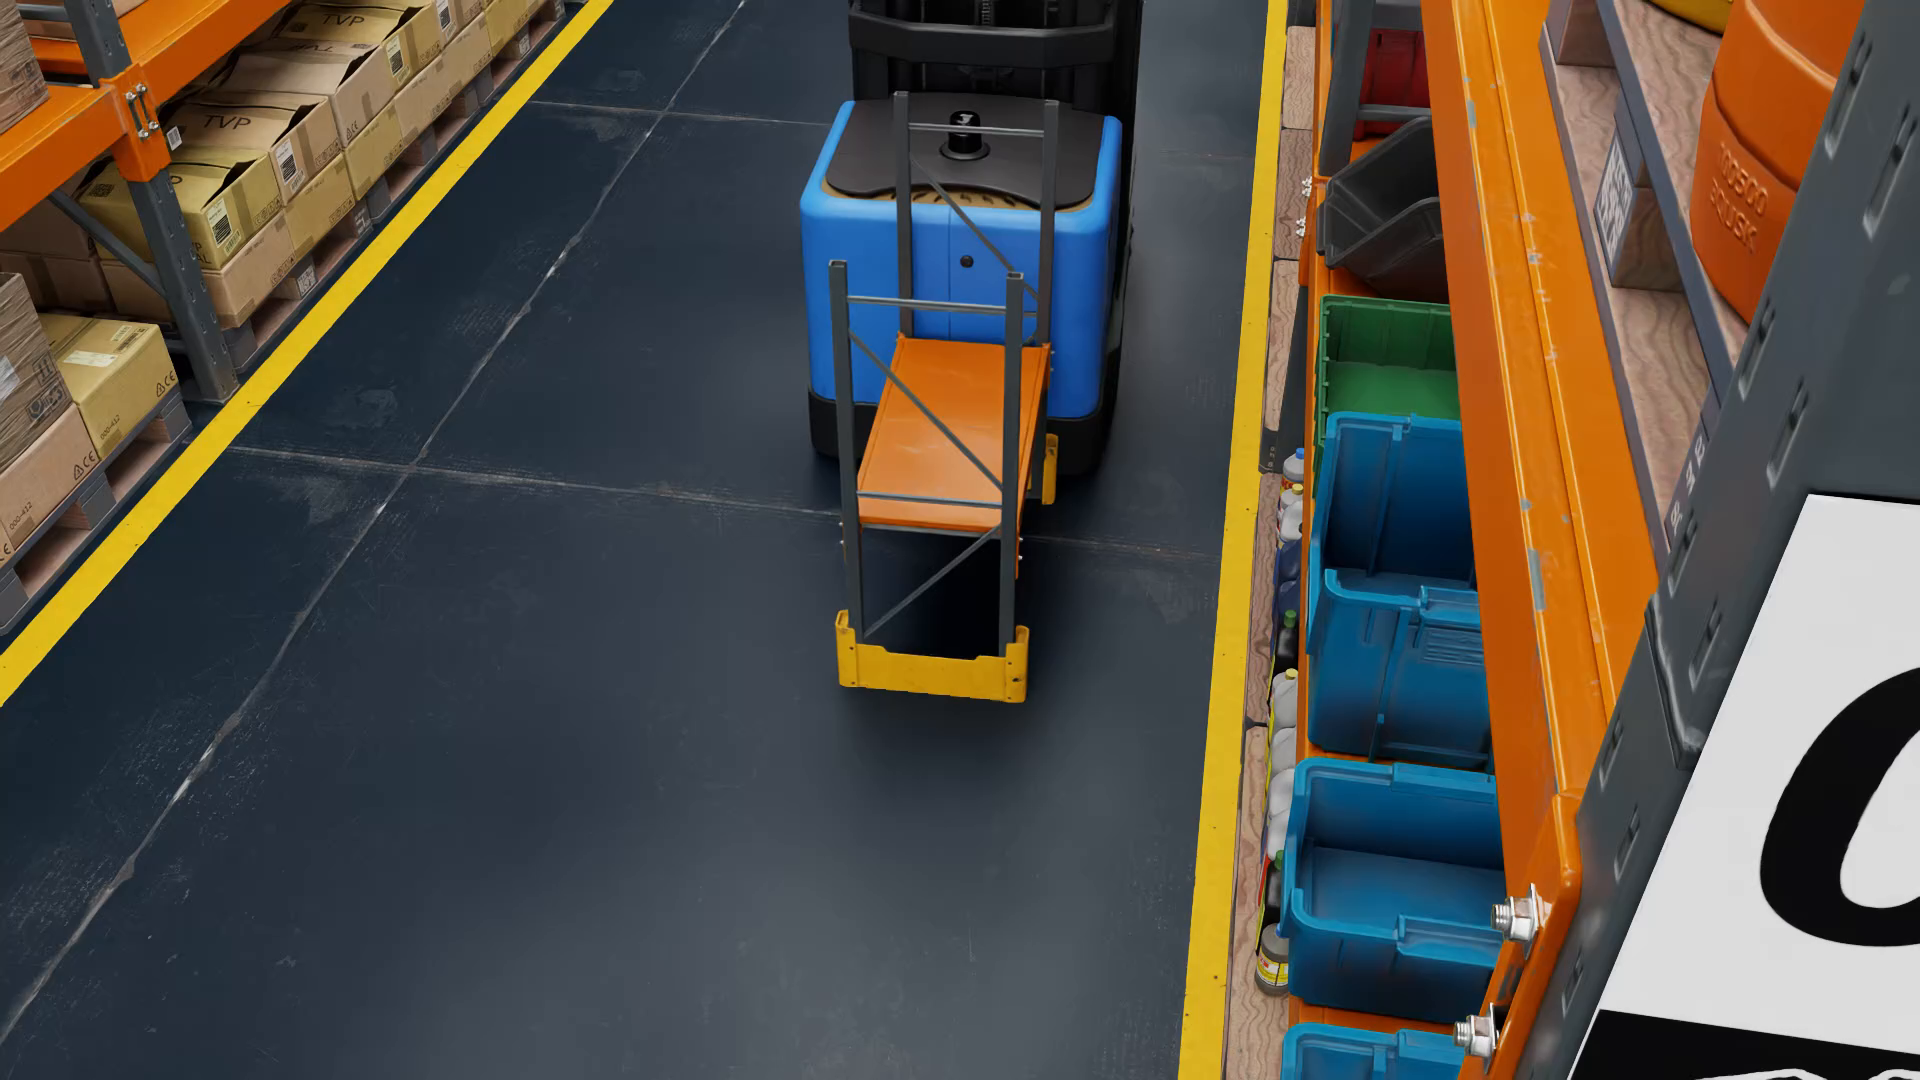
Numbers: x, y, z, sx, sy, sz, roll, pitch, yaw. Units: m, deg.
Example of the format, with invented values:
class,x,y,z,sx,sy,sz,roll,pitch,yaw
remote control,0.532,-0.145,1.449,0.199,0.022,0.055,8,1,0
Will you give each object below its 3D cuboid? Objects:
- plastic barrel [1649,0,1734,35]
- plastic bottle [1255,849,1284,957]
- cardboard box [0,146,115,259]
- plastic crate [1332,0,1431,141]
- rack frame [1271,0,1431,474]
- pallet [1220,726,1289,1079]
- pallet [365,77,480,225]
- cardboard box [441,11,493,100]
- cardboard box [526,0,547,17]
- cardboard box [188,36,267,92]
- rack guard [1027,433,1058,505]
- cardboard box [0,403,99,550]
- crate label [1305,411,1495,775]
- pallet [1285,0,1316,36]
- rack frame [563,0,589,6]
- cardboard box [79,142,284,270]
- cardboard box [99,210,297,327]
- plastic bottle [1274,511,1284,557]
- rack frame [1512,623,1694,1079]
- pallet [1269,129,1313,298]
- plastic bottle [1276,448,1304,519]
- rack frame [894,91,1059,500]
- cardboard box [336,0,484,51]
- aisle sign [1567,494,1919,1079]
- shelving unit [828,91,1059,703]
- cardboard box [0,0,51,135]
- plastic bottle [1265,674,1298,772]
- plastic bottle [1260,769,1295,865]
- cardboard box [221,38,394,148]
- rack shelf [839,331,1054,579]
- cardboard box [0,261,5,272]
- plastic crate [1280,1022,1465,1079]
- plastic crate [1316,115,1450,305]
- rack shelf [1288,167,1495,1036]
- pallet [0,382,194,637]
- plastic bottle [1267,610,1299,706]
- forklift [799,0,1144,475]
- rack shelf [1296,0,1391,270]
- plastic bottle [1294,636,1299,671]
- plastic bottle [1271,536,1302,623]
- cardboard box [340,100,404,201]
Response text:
class,x,y,z,sx,sy,sz,roll,pitch,yaw
plastic barrel,0.960,-0.825,1.562,0.600,0.588,0.600,0,40,0
plastic bottle,0.776,0.896,4.099,0.061,0.283,0.133,7,40,9
cardboard box,-3.510,-1.368,6.439,0.500,0.311,0.500,6,40,8
plastic crate,1.363,-1.578,5.254,0.402,0.464,0.583,6,40,8
rack frame,1.580,-1.215,4.866,1.000,3.000,0.127,6,40,8
pallet,1.214,1.044,4.322,1.003,0.211,1.213,6,40,8
pallet,-3.000,-1.924,7.911,1.003,0.211,1.213,6,40,8
cardboard box,-2.632,-2.380,8.103,0.500,0.250,0.500,7,40,9
cardboard box,-2.456,-3.019,8.876,0.500,0.250,0.500,7,40,9
cardboard box,-3.337,-2.008,7.213,0.500,0.311,0.500,6,40,8
rack guard,0.049,-0.270,5.881,0.587,0.250,0.087,5,40,6
cardboard box,-3.259,-0.238,5.512,0.500,0.250,0.500,6,40,8
crate label,0.940,0.096,3.252,0.502,0.435,0.616,6,40,8
pallet,2.368,-3.150,9.395,1.003,0.211,1.213,6,40,8
rack frame,-2.606,-4.274,8.566,1.000,3.000,0.127,6,40,8
cardboard box,-2.981,-1.314,6.374,0.500,0.311,0.500,7,40,8
cardboard box,-2.984,-1.092,6.545,0.500,0.250,0.500,5,40,7
plastic bottle,1.058,-0.027,5.280,0.097,0.201,0.097,0,40,0
rack frame,0.888,1.295,1.830,1.000,3.000,0.127,6,40,8
pallet,1.887,-1.406,7.285,1.003,0.211,1.213,6,40,8
plastic bottle,1.093,-0.182,5.412,0.097,0.271,0.097,0,40,0
rack frame,0.049,-0.753,5.483,0.500,1.500,0.032,5,40,6
cardboard box,-2.627,-2.593,7.921,0.500,0.311,0.500,6,40,7
aisle sign,0.583,0.305,0.986,0.394,0.787,0.004,6,40,8
shelving unit,-0.018,-0.437,5.102,0.587,1.500,1.083,5,40,6
cardboard box,-3.368,-1.523,5.160,0.700,0.500,0.500,5,40,7
plastic bottle,0.926,0.482,4.547,0.144,0.351,0.185,6,40,7
plastic bottle,0.869,0.732,4.303,0.152,0.276,0.135,5,40,6
cardboard box,-2.801,-1.953,7.146,0.500,0.311,0.500,5,40,6
rack shelf,-0.019,-0.293,5.210,0.538,0.185,1.000,5,40,6
cardboard box,-3.686,-0.899,5.723,0.500,0.500,0.500,6,40,8
plastic crate,0.680,1.005,2.297,0.499,0.251,0.616,6,40,8
plastic crate,1.364,-0.877,4.505,0.767,0.338,0.504,6,40,8
rack shelf,1.234,0.317,3.577,1.077,0.370,4.000,6,40,8
pallet,-3.477,-0.195,5.820,1.003,0.211,1.213,6,40,8
plastic bottle,0.930,0.340,4.771,0.061,0.283,0.133,8,40,10
forklift,0.166,-2.296,6.227,1.130,2.935,3.031,5,40,6
rack shelf,1.926,-2.193,6.613,1.077,0.370,4.000,6,40,8
plastic bottle,1.011,0.342,4.778,0.097,0.271,0.097,0,40,0
plastic bottle,1.032,0.097,5.013,0.144,0.351,0.185,7,40,9
cardboard box,-2.807,-1.738,7.326,0.500,0.250,0.500,5,40,6
